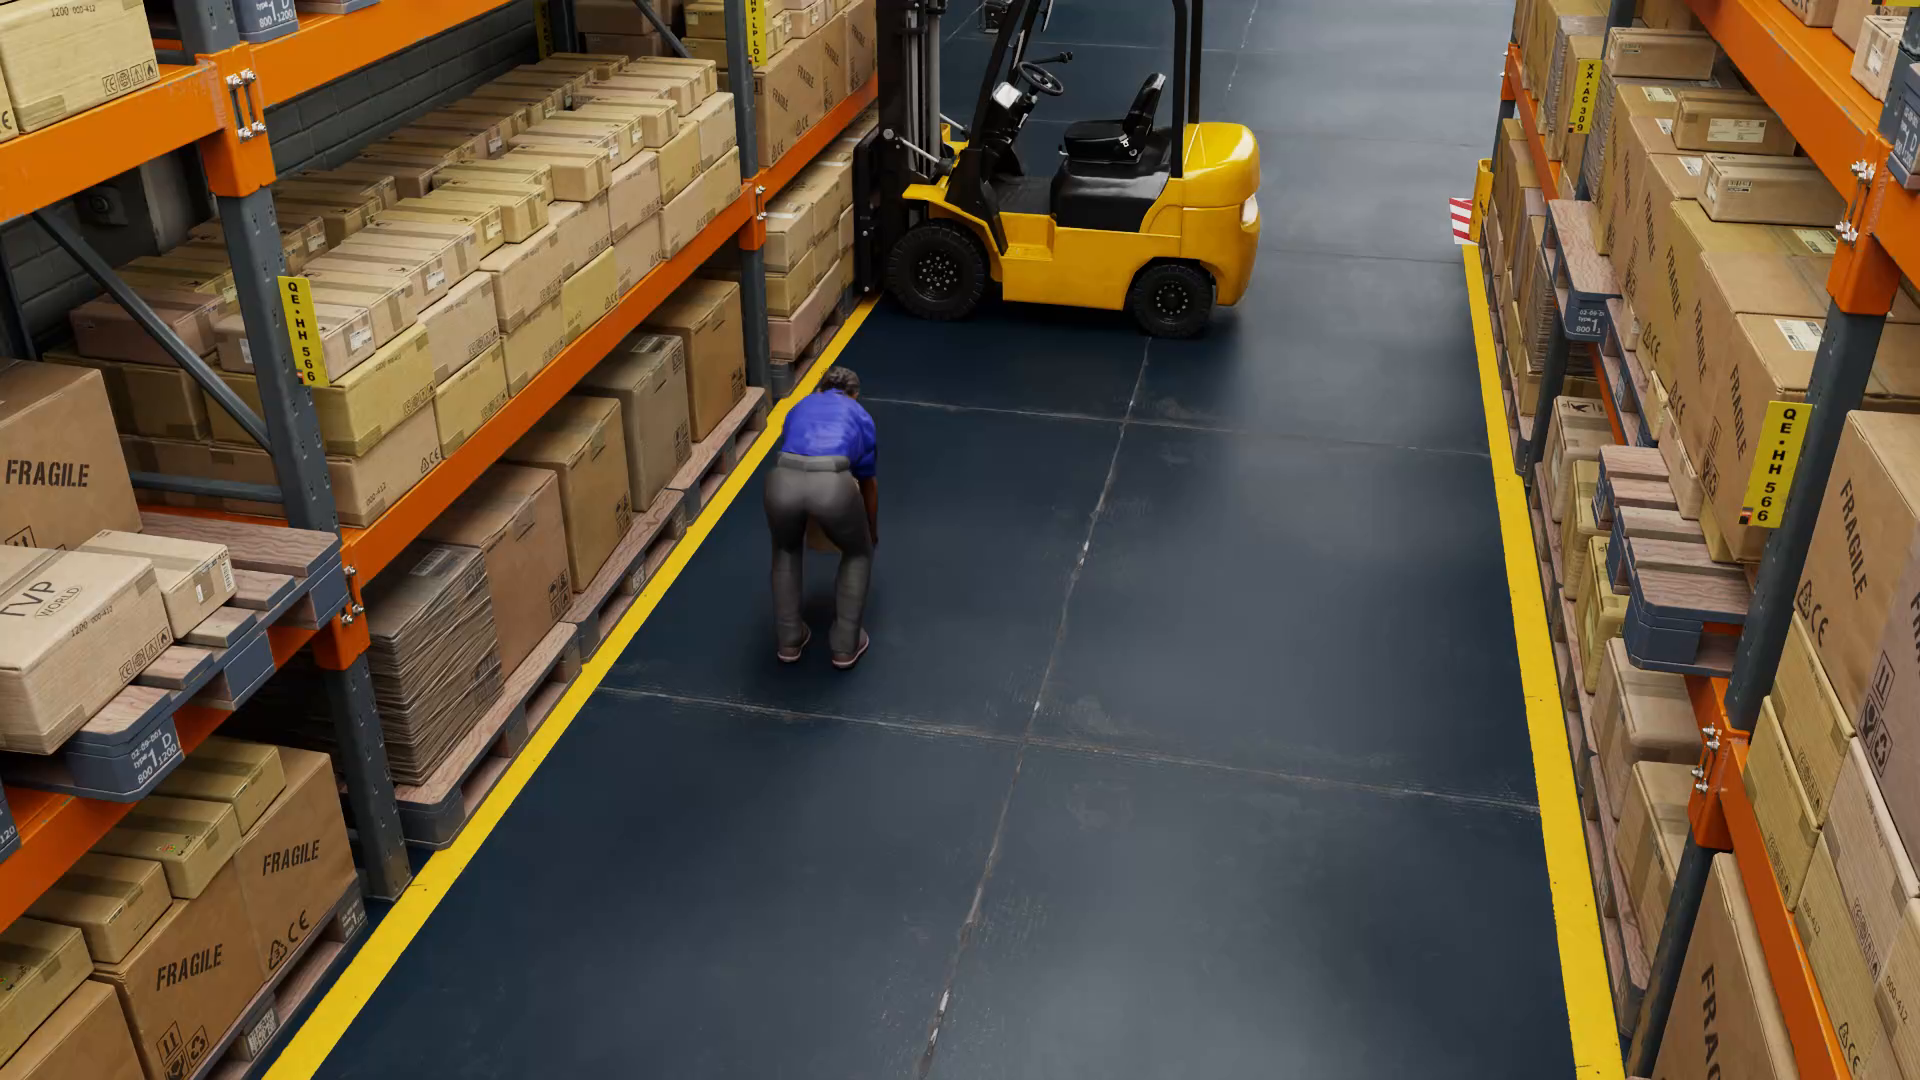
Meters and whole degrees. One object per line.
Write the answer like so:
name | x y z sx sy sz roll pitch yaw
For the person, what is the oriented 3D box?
person | -0.581 -0.250 6.583 0.518 1.653 0.350 4 29 7
